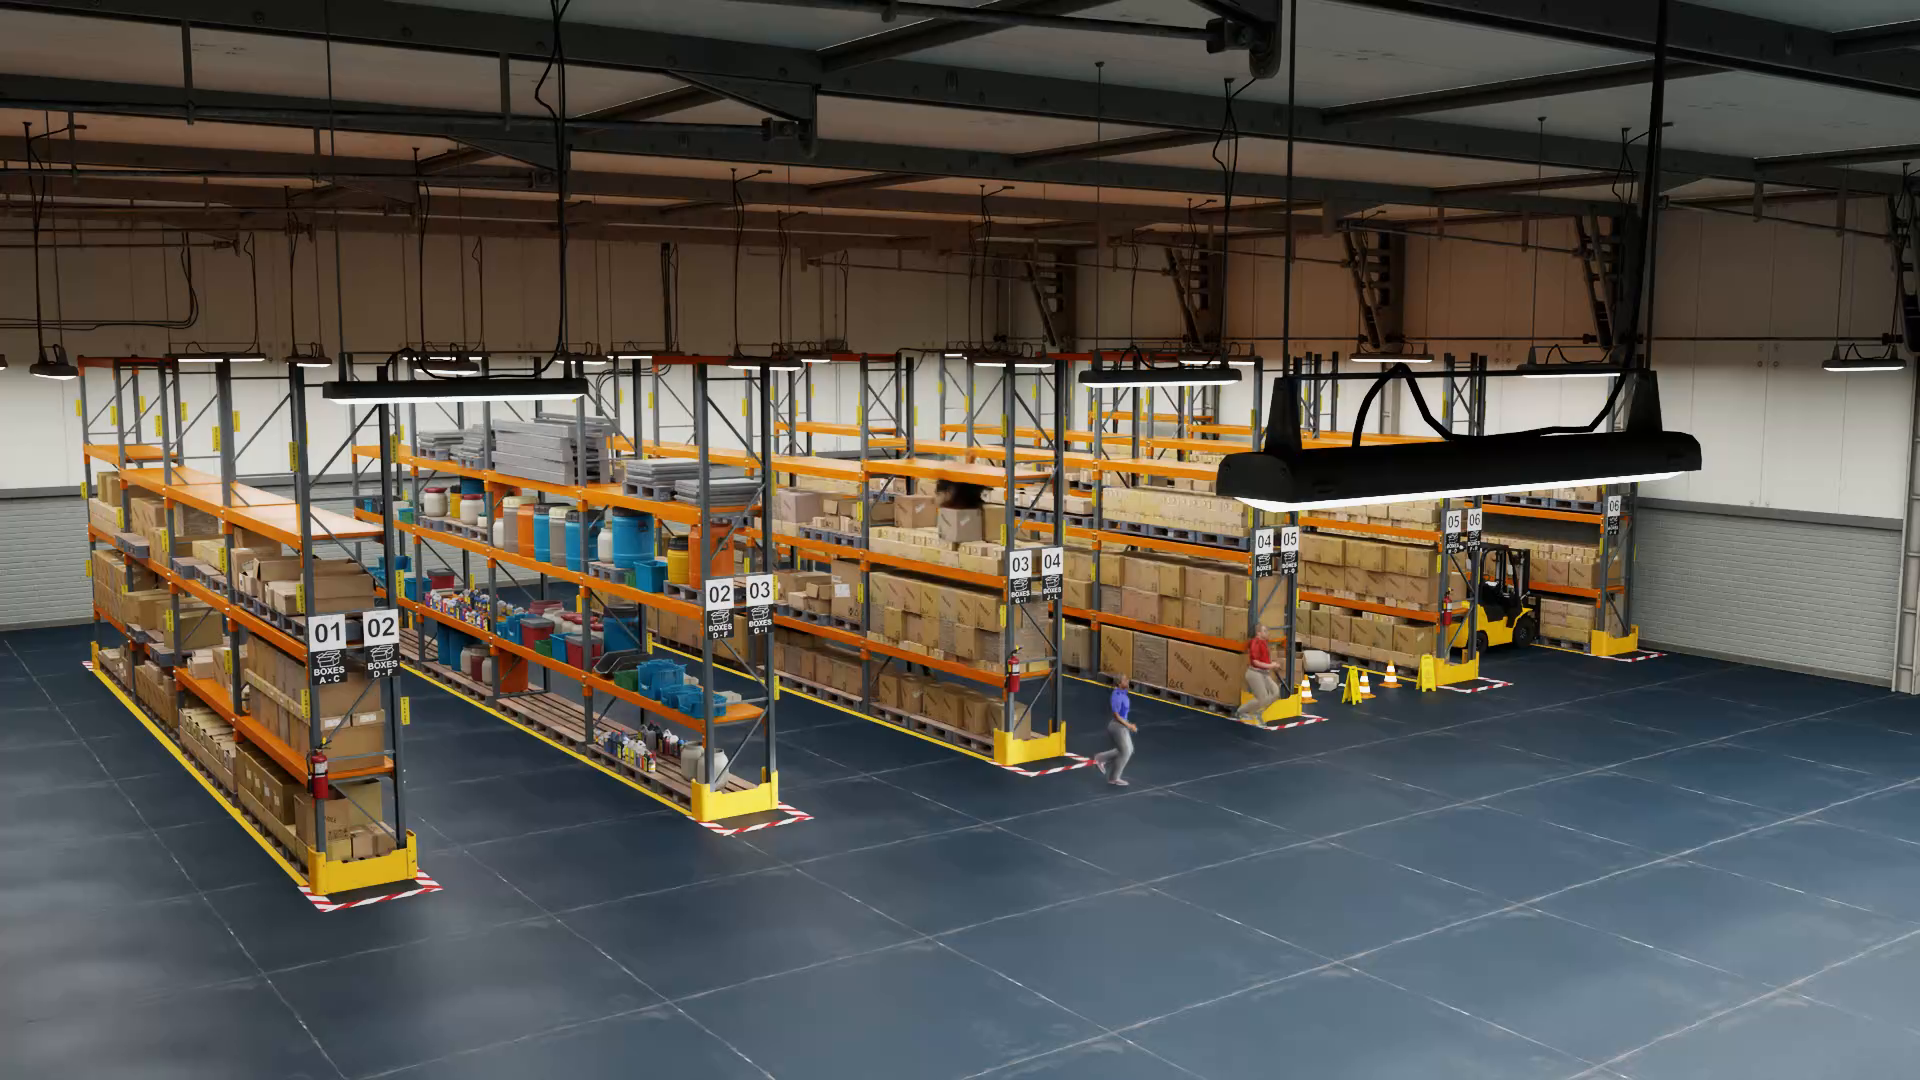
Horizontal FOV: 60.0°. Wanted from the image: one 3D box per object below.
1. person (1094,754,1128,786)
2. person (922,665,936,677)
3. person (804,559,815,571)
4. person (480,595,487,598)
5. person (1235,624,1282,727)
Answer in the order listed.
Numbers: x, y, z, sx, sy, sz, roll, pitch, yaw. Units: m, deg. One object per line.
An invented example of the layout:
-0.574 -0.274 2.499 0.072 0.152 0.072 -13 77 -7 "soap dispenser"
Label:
2.177 3.255 23.716 0.455 0.453 0.201 1 7 9 "person"
-0.604 1.724 31.098 0.651 1.691 0.555 -7 10 -44 "person"
-3.823 0.349 42.089 0.831 1.813 0.656 4 8 30 "person"
-11.171 1.745 31.338 3.101 1.539 3.698 -7 10 -43 "person"
4.789 2.169 26.497 0.711 1.683 0.678 3 8 23 "person"
